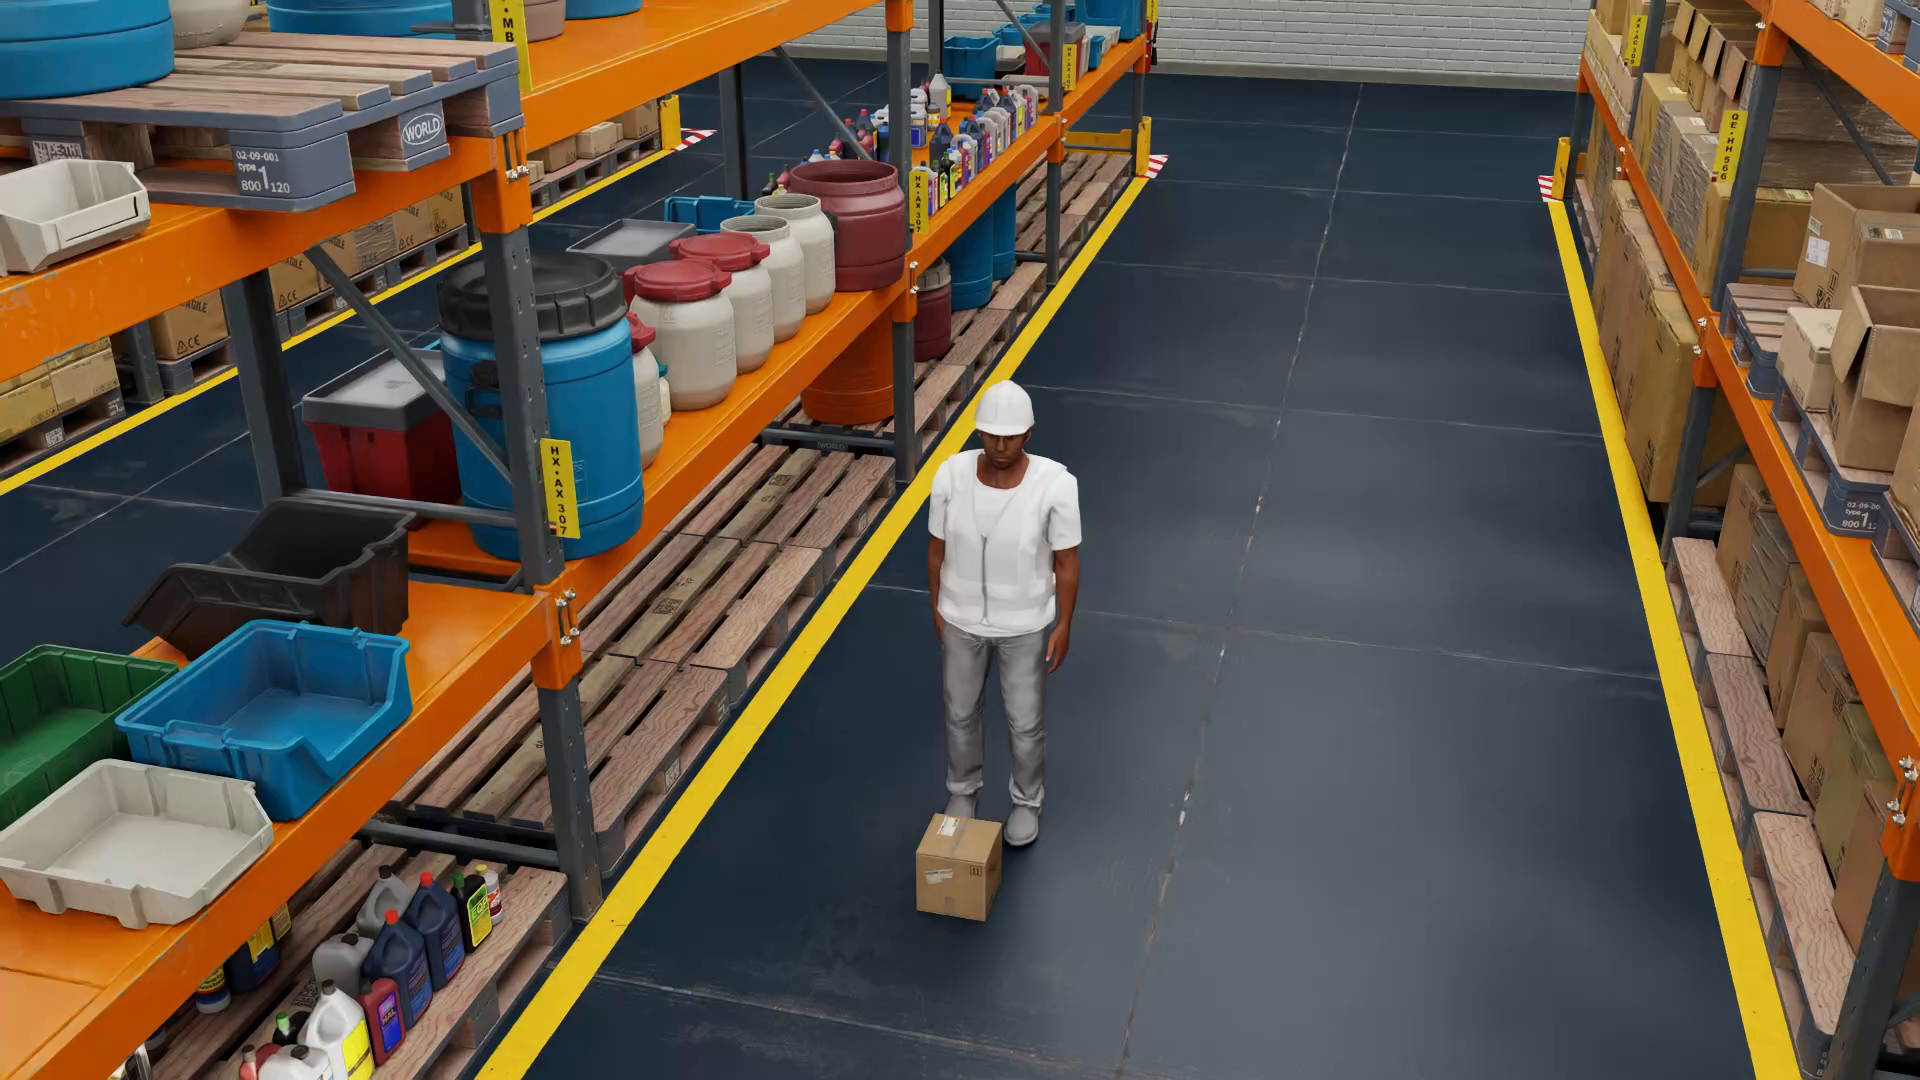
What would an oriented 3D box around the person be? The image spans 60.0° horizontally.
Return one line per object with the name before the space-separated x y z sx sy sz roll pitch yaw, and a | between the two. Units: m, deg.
person | 0.145 0.283 6.002 0.563 1.776 0.360 7 26 14
